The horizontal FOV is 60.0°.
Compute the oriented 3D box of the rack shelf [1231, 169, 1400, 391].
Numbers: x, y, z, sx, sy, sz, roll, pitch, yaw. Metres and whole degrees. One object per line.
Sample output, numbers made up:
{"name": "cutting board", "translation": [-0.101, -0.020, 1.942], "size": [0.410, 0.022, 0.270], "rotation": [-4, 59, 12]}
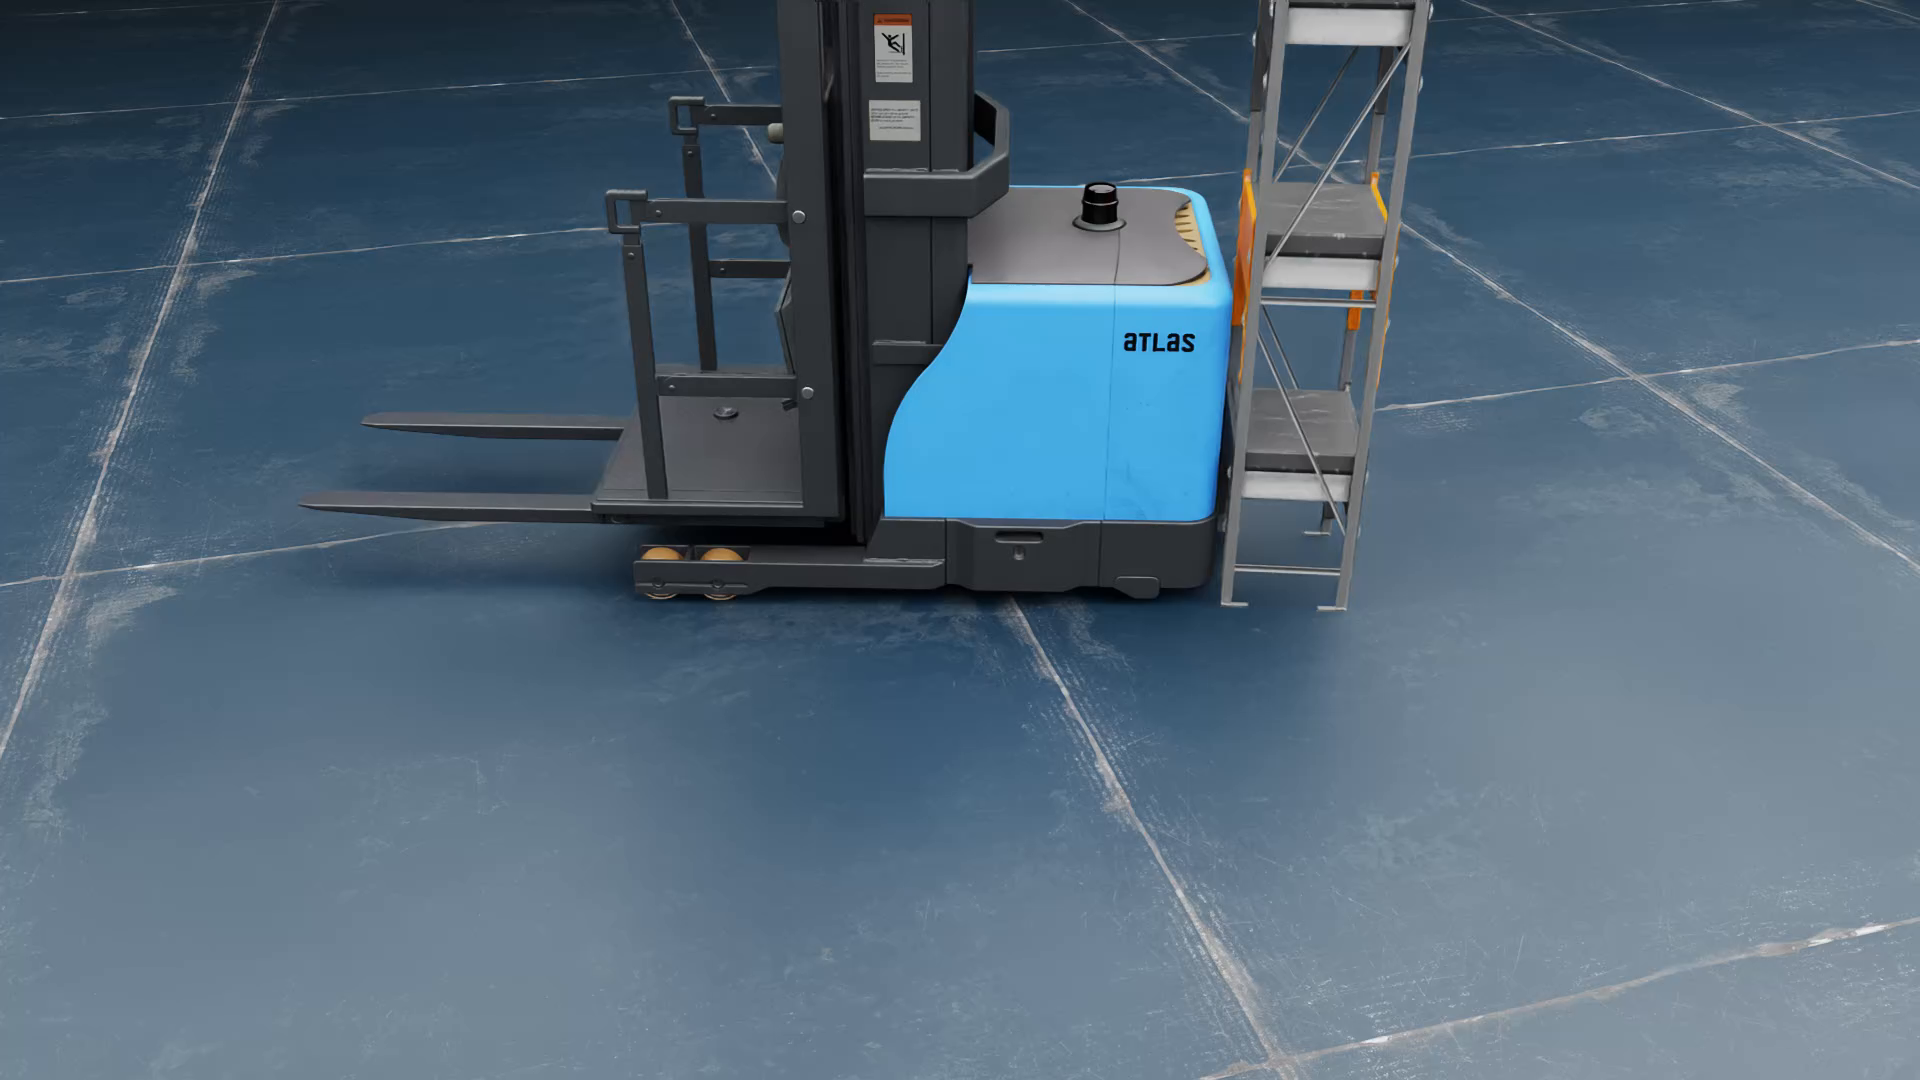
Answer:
{"name": "rack shelf", "translation": [1.063, -0.797, 5.059], "size": [0.431, 0.518, 0.480], "rotation": [3, 30, 4]}

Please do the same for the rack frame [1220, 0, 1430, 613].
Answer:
{"name": "rack frame", "translation": [1.042, -0.687, 4.842], "size": [0.400, 2.100, 0.015], "rotation": [3, 30, 4]}

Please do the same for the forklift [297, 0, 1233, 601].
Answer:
{"name": "forklift", "translation": [-0.674, -1.336, 5.132], "size": [3.031, 2.935, 1.130], "rotation": [1, 30, 2]}

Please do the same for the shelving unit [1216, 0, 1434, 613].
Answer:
{"name": "shelving unit", "translation": [1.063, -0.809, 5.052], "size": [0.431, 2.100, 0.503], "rotation": [3, 30, 4]}

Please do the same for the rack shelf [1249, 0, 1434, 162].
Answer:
{"name": "rack shelf", "translation": [1.063, -1.403, 4.708], "size": [0.431, 0.518, 0.480], "rotation": [3, 30, 4]}

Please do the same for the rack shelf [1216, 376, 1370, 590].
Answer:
{"name": "rack shelf", "translation": [1.063, -0.191, 5.409], "size": [0.431, 0.518, 0.480], "rotation": [3, 30, 4]}

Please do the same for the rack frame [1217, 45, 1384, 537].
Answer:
{"name": "rack frame", "translation": [1.085, -0.931, 5.262], "size": [0.400, 2.100, 0.015], "rotation": [3, 30, 4]}
